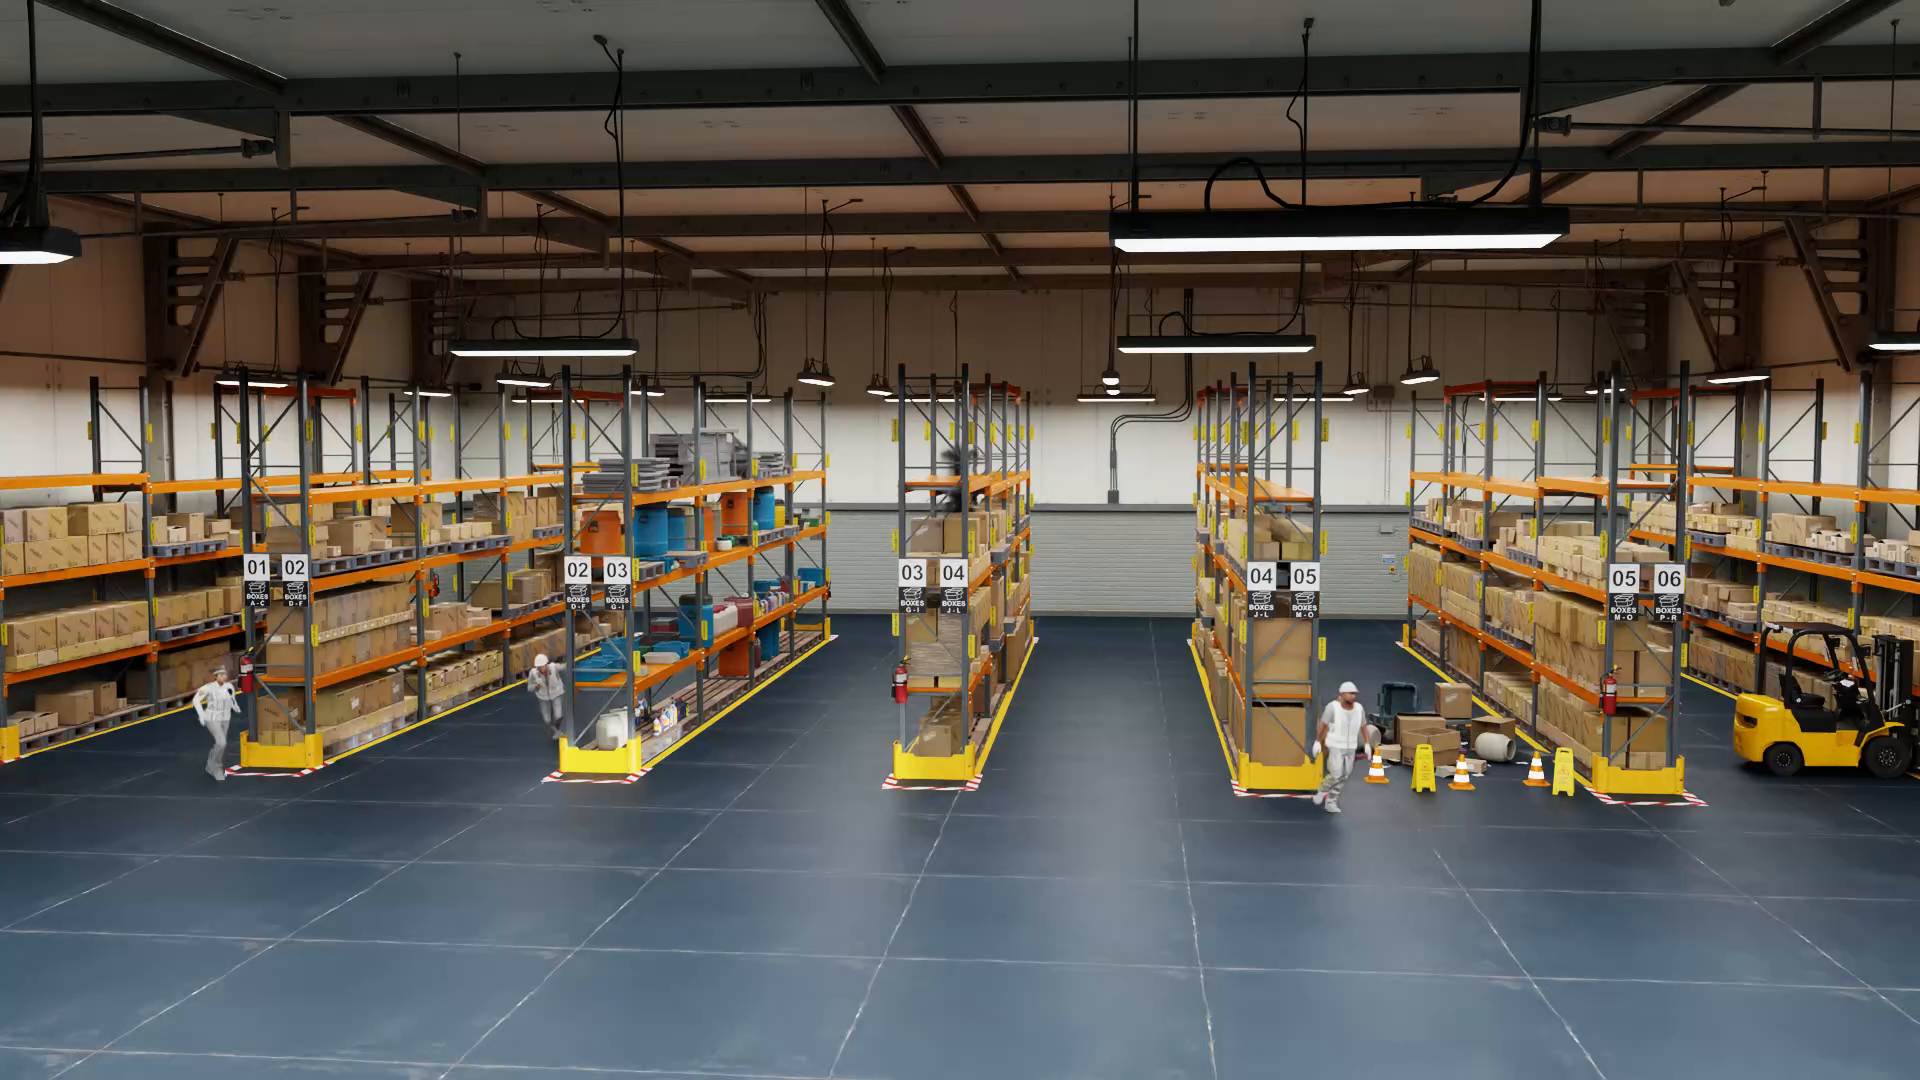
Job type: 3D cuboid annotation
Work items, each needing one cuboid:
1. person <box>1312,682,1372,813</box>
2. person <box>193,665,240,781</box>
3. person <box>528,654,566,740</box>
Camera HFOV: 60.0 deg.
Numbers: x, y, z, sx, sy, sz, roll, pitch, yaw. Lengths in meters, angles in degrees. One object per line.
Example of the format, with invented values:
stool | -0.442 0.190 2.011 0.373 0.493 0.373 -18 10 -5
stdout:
person | 5.012 2.723 21.835 0.677 1.752 0.586 -1 4 -19
person | -10.726 2.643 24.045 0.796 1.710 0.552 2 4 33
person | -6.613 2.530 26.761 0.623 1.483 0.994 0 4 -7
